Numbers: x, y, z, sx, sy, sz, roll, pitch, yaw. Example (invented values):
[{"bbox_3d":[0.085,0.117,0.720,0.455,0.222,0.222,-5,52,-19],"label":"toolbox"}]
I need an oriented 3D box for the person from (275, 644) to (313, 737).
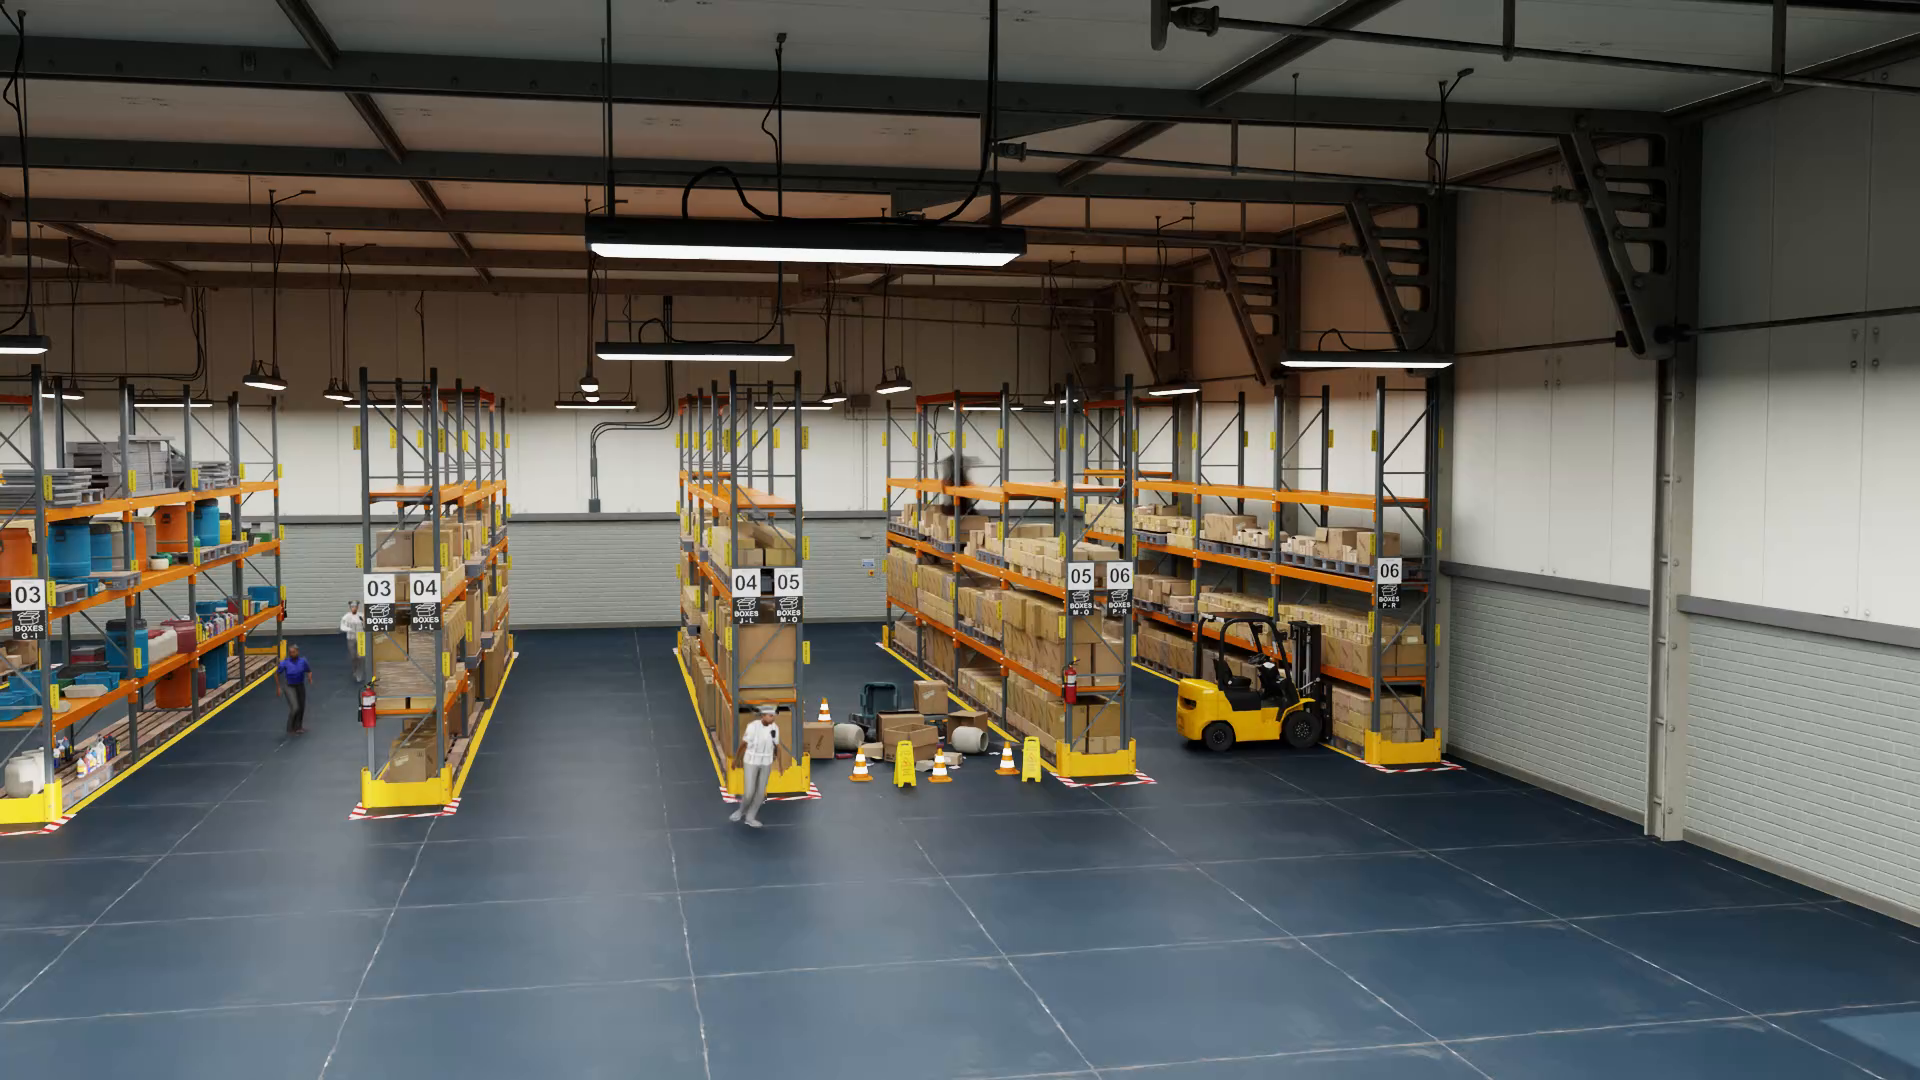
[{"bbox_3d":[-11.255,2.566,28.277,0.805,1.628,0.605,2,4,35],"label":"person"}]

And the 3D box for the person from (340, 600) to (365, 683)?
[{"bbox_3d":[-12.587,2.102,34.626,0.553,1.738,0.813,-1,3,-13],"label":"person"}]

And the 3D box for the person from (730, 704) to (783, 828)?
[{"bbox_3d":[-2.631,2.920,21.525,0.616,1.625,0.561,-2,4,-30],"label":"person"}]
